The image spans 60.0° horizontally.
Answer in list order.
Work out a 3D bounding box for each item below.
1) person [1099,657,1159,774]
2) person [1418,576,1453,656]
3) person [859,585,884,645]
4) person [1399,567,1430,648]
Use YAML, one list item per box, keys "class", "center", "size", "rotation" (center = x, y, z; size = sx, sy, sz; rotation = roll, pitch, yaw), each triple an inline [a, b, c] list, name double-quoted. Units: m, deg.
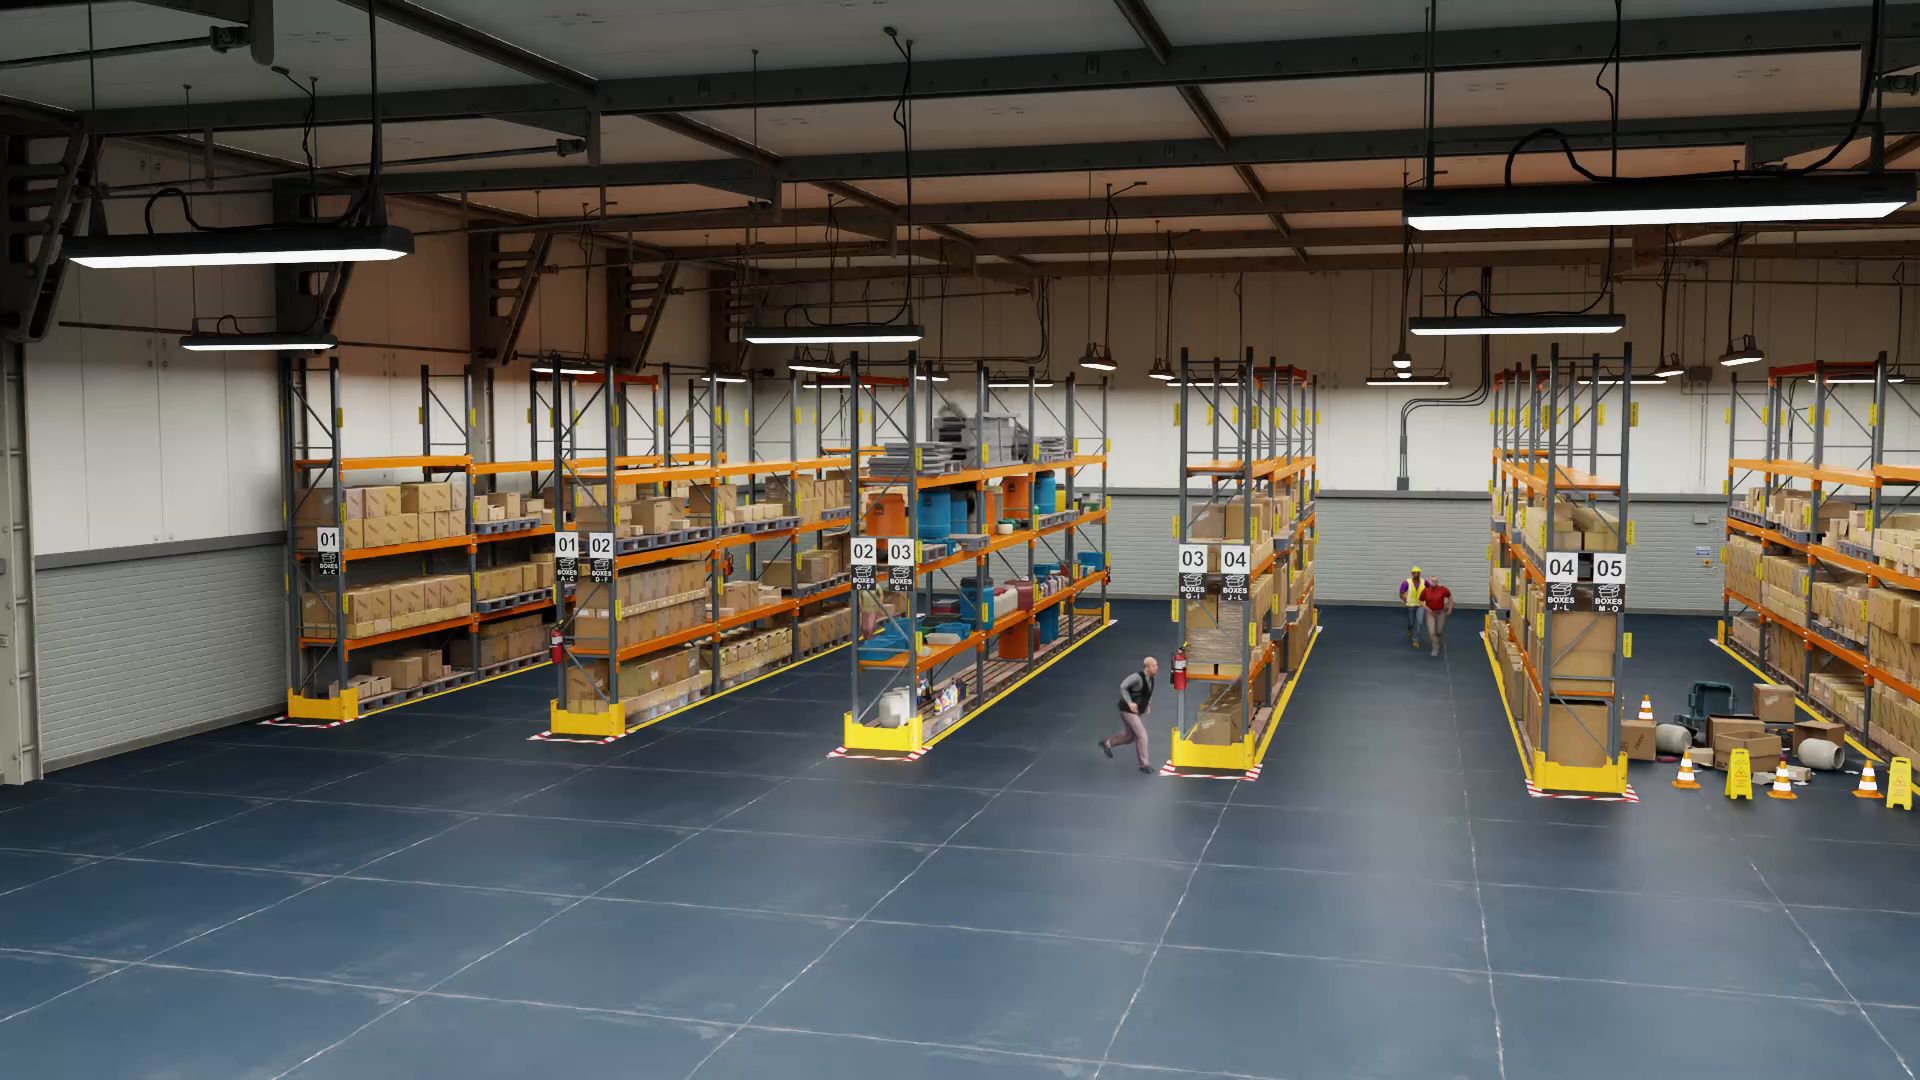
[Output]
- class: "person"
  center: [2.373, 2.468, 23.588]
  size: [0.962, 1.679, 0.677]
  rotation: [3, 5, 39]
- class: "person"
  center: [10.068, 1.601, 35.221]
  size: [0.702, 1.686, 0.707]
  rotation: [1, 4, 15]
- class: "person"
  center: [-1.826, 1.452, 33.742]
  size: [0.570, 1.620, 0.532]
  rotation: [1, 4, 8]
- class: "person"
  center: [10.032, 1.463, 36.637]
  size: [0.709, 1.765, 0.824]
  rotation: [1, 4, 7]
